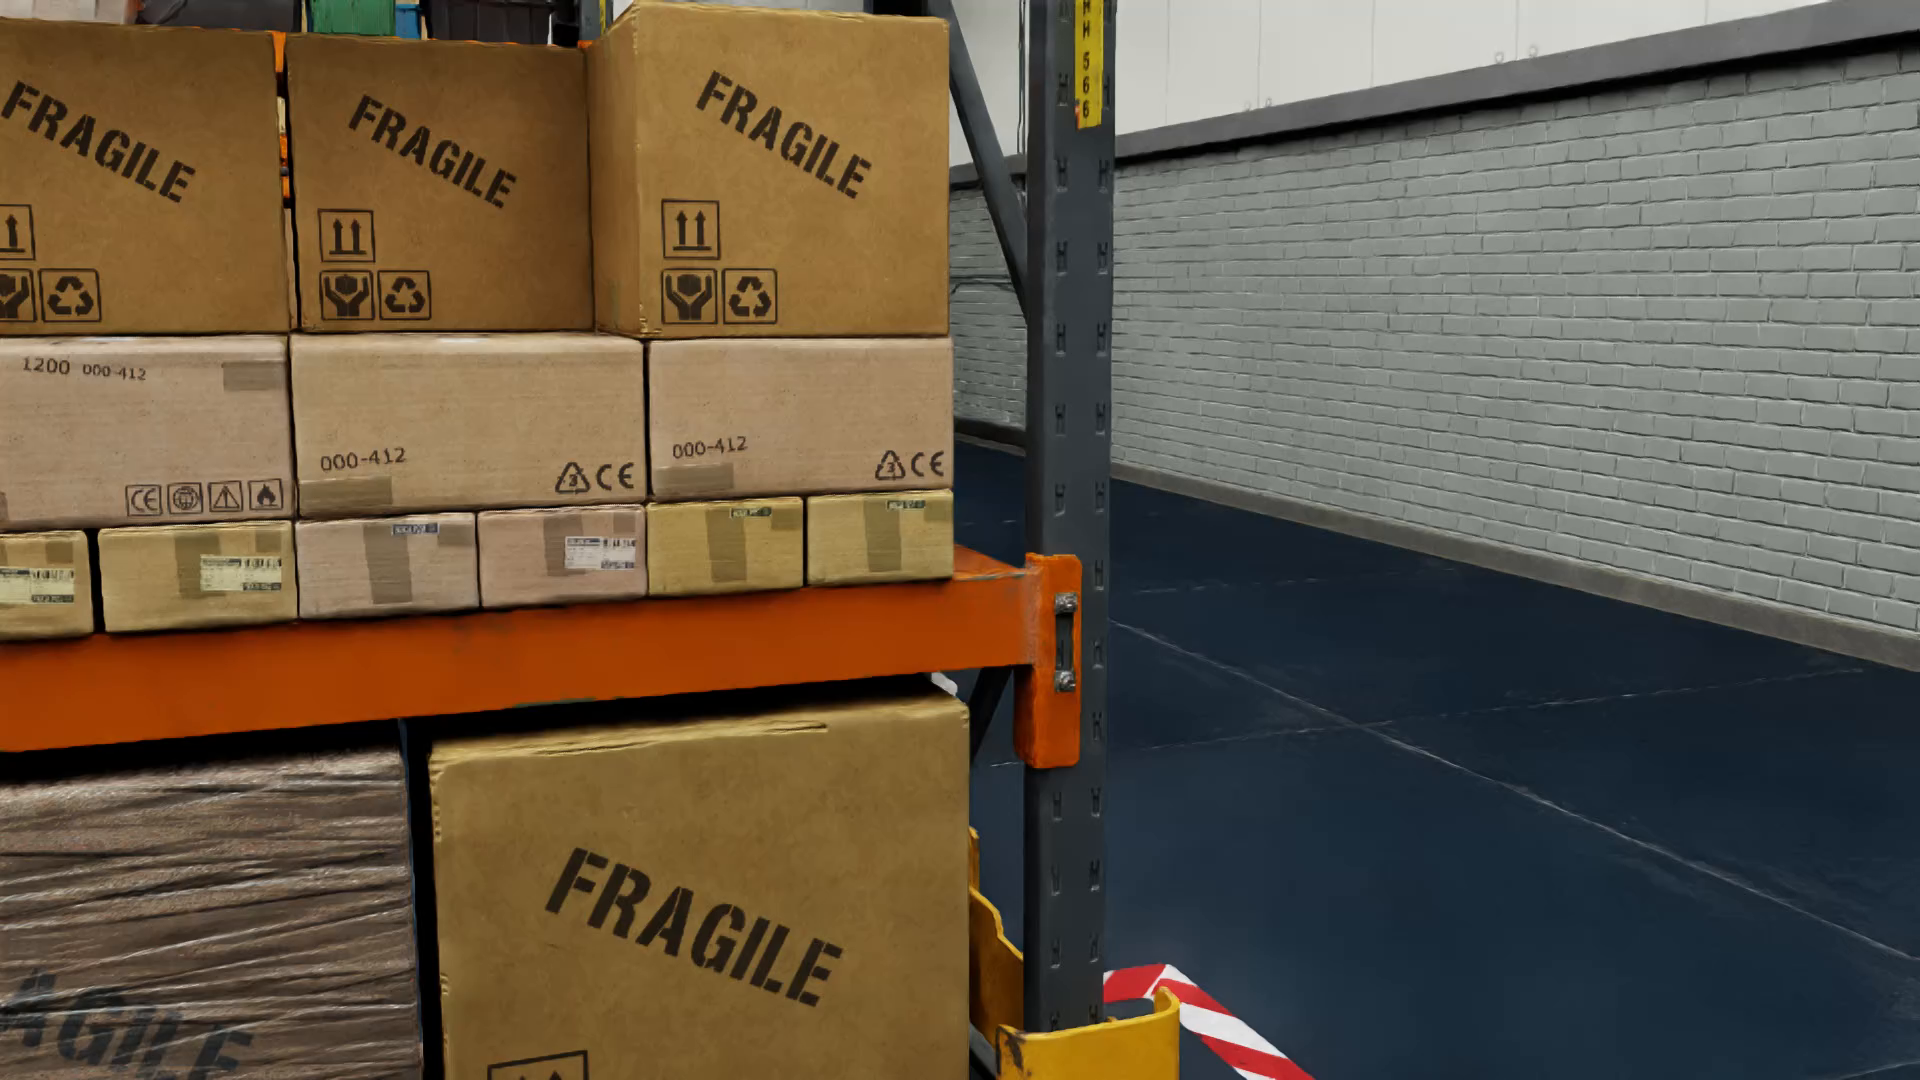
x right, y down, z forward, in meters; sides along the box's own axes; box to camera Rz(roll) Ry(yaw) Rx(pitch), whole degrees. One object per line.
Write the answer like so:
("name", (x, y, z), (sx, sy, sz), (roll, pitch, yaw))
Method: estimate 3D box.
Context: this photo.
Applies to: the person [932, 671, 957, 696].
("person", (-0.394, -0.050, 6.208), (0.740, 1.772, 0.629), (-2, 9, -10))
